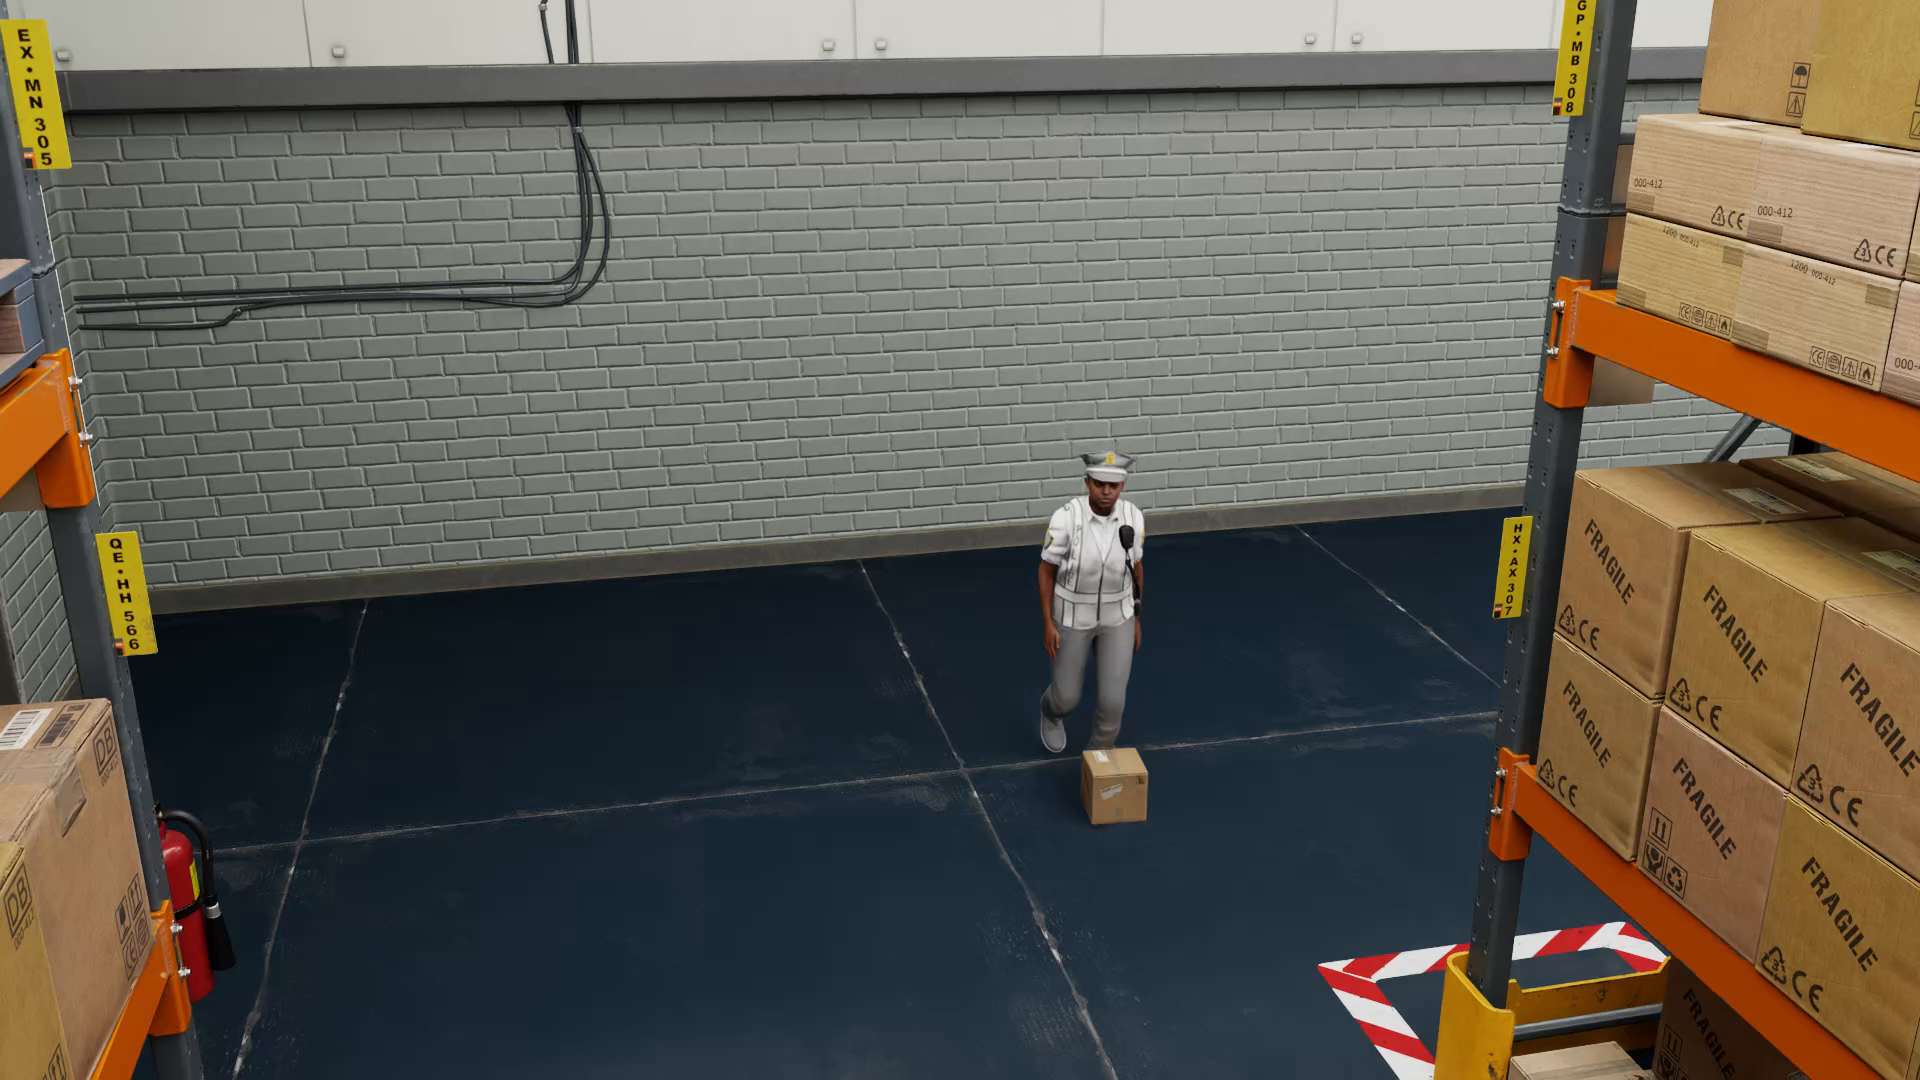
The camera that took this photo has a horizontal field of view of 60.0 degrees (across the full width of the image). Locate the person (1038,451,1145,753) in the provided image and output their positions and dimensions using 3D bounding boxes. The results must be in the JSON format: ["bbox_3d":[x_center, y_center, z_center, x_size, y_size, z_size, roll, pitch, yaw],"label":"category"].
[{"bbox_3d":[0.583,0.323,7.626,0.490,1.667,0.604,-2,20,-5],"label":"person"}]
